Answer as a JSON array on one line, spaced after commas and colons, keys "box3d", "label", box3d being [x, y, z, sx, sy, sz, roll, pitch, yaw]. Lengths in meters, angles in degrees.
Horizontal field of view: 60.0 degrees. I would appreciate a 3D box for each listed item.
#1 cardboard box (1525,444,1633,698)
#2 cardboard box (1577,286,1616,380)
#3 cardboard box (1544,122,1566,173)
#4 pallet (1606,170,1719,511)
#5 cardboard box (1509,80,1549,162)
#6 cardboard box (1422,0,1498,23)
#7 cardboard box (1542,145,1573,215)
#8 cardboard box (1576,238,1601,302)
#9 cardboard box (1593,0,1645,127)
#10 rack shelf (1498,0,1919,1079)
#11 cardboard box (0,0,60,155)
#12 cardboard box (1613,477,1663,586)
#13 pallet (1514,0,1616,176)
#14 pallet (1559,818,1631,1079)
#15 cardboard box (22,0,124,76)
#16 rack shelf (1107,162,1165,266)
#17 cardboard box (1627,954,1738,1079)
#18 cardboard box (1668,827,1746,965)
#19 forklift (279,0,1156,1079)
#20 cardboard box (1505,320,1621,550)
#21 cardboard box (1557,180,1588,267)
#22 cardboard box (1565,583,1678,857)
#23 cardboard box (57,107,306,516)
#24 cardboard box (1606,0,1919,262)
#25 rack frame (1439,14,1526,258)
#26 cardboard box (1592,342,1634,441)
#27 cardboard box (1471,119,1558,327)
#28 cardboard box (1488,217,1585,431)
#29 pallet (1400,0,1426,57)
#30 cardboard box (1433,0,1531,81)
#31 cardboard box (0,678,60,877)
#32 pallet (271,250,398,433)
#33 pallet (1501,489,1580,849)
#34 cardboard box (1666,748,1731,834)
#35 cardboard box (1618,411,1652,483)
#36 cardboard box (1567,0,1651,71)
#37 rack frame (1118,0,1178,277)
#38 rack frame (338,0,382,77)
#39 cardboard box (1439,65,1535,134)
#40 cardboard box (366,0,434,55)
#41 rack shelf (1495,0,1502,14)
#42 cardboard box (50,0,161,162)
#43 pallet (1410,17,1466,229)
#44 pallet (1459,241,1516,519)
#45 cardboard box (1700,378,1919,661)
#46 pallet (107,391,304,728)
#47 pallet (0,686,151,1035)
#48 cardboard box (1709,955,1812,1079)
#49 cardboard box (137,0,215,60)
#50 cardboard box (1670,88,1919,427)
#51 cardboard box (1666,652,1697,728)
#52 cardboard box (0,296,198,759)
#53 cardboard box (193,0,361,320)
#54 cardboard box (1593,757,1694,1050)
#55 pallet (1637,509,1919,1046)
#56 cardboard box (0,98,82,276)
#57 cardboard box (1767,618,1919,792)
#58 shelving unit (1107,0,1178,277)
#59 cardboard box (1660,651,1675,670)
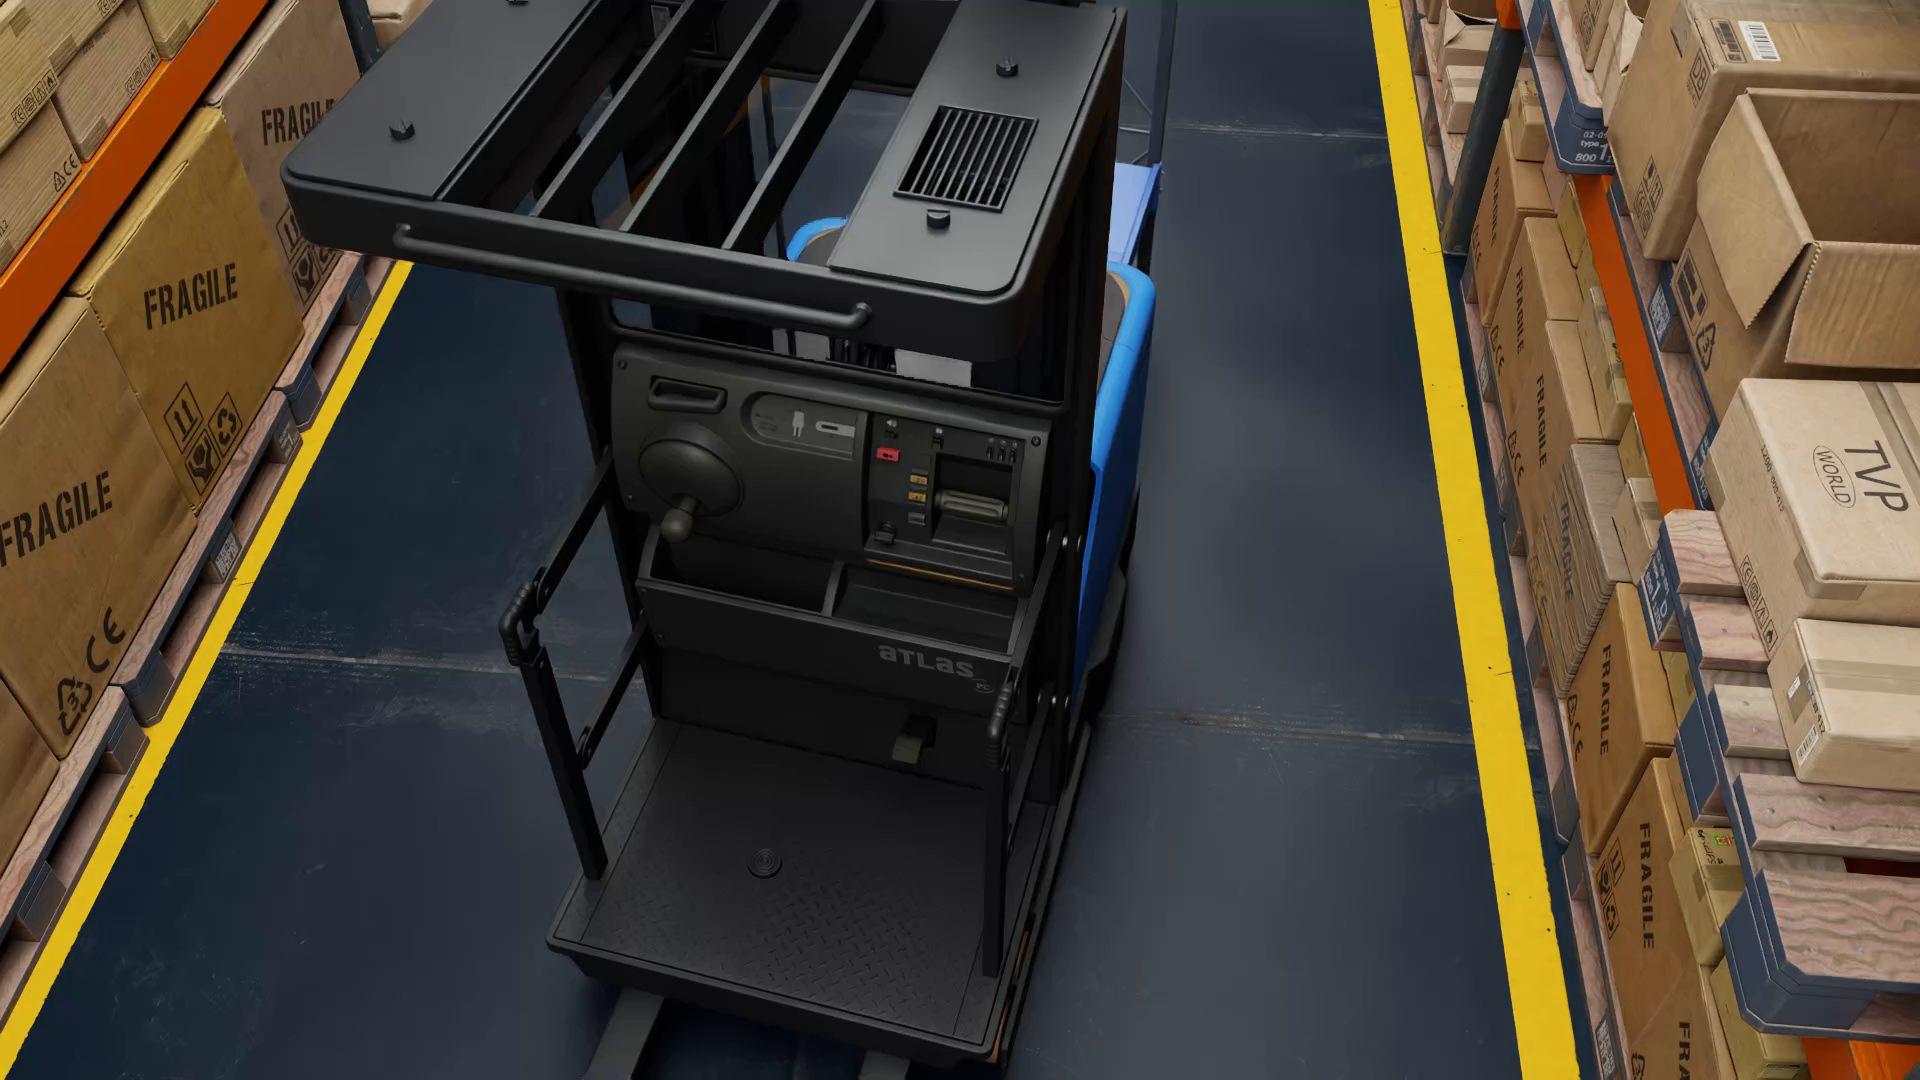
[{"box3d": [1.899, 0.095, 4.539, 0.500, 0.500, 0.500, 2, 48, 2], "label": "cardboard box"}, {"box3d": [1.980, -0.576, 4.714, 0.380, 0.149, 0.250, 4, 48, 3], "label": "cardboard box"}, {"box3d": [2.036, -1.263, 5.141, 0.380, 0.149, 0.250, 2, 48, 2], "label": "cardboard box"}, {"box3d": [2.118, -0.511, 3.815, 1.003, 0.211, 1.213, 4, 48, 4], "label": "pallet"}, {"box3d": [2.012, -1.357, 5.428, 0.380, 0.149, 0.250, 6, 48, 5], "label": "cardboard box"}, {"box3d": [2.313, -2.492, 6.906, 0.700, 0.500, 0.500, 2, 48, 2], "label": "cardboard box"}, {"box3d": [2.064, -1.149, 5.237, 0.380, 0.149, 0.250, 3, 48, 2], "label": "cardboard box"}, {"box3d": [2.040, -0.757, 4.879, 0.380, 0.149, 0.250, 3, 48, 3], "label": "cardboard box"}, {"box3d": [1.801, -1.187, 4.110, 0.396, 0.266, 0.258, 6, 48, 5], "label": "cardboard box"}, {"box3d": [2.127, -0.373, 4.046, 1.077, 0.370, 4.000, 4, 48, 4], "label": "rack shelf"}, {"box3d": [-2.541, -1.068, 3.957, 0.500, 0.250, 0.500, 5, 48, 4], "label": "cardboard box"}, {"box3d": [1.887, -0.016, 4.202, 0.380, 0.149, 0.250, 2, 48, 2], "label": "cardboard box"}, {"box3d": [2.128, -1.441, 4.666, 1.003, 0.211, 1.213, 4, 48, 4], "label": "pallet"}, {"box3d": [2.051, 1.248, 3.965, 1.003, 0.211, 1.213, 4, 48, 4], "label": "pallet"}, {"box3d": [-2.511, -1.446, 4.303, 0.500, 0.250, 0.500, 5, 48, 4], "label": "cardboard box"}, {"box3d": [0.291, -0.881, 5.283, 0.538, 0.185, 1.000, 11, 49, 10], "label": "rack shelf"}, {"box3d": [1.769, 1.230, 3.502, 0.500, 0.500, 0.500, 5, 48, 5], "label": "cardboard box"}, {"box3d": [1.732, 0.754, 3.498, 0.380, 0.149, 0.250, 2, 48, 2], "label": "cardboard box"}, {"box3d": [-0.334, -0.040, 3.300, 1.130, 2.935, 3.031, 11, 49, 10], "label": "forklift"}, {"box3d": [1.953, -0.285, 4.888, 0.500, 0.500, 0.500, 3, 48, 2], "label": "cardboard box"}, {"box3d": [2.052, -0.959, 5.064, 0.380, 0.149, 0.250, 2, 48, 2], "label": "cardboard box"}, {"box3d": [1.871, 0.478, 4.189, 0.500, 0.500, 0.500, 6, 48, 5], "label": "cardboard box"}, {"box3d": [-2.685, -0.716, 5.028, 0.875, 0.875, 0.875, 5, 48, 5], "label": "cardboard box"}, {"box3d": [1.924, -0.964, 3.746, 0.700, 0.500, 0.500, 4, 48, 3], "label": "cardboard box"}, {"box3d": [2.310, -2.086, 5.125, 1.000, 3.000, 0.127, 4, 48, 4], "label": "rack frame"}, {"box3d": [1.955, -0.394, 4.547, 0.380, 0.149, 0.250, 5, 48, 5], "label": "cardboard box"}, {"box3d": [2.041, -1.044, 5.581, 0.500, 0.500, 0.500, 6, 48, 5], "label": "cardboard box"}, {"box3d": [2.003, -0.652, 5.223, 0.500, 0.500, 0.500, 3, 48, 3], "label": "cardboard box"}, {"box3d": [2.482, -2.548, 7.438, 1.003, 0.211, 1.213, 4, 48, 4], "label": "pallet"}, {"box3d": [2.100, -1.996, 6.611, 0.396, 0.266, 0.258, 5, 48, 5], "label": "cardboard box"}, {"box3d": [-2.853, 0.596, 3.828, 0.875, 0.875, 0.875, 3, 48, 3], "label": "cardboard box"}, {"box3d": [-2.629, -0.904, 5.934, 1.003, 0.211, 1.213, 4, 48, 4], "label": "pallet"}, {"box3d": [2.164, 0.354, 4.783, 1.003, 0.211, 1.213, 4, 48, 4], "label": "pallet"}, {"box3d": [1.800, 0.563, 3.672, 0.380, 0.149, 0.250, 2, 48, 2], "label": "cardboard box"}, {"box3d": [1.960, -0.193, 4.364, 0.380, 0.149, 0.250, 4, 48, 4], "label": "cardboard box"}, {"box3d": [1.995, -1.540, 4.274, 0.700, 0.500, 0.500, 4, 48, 4], "label": "cardboard box"}, {"box3d": [0.423, -1.365, 5.482, 0.500, 1.500, 0.032, 11, 49, 10], "label": "rack frame"}, {"box3d": [-2.634, -2.417, 5.428, 1.000, 3.000, 0.127, 4, 48, 4], "label": "rack frame"}, {"box3d": [2.068, -1.695, 6.415, 0.380, 0.149, 0.250, 3, 48, 2], "label": "cardboard box"}, {"box3d": [-2.470, -2.148, 6.634, 0.875, 0.438, 0.875, 3, 48, 3], "label": "cardboard box"}, {"box3d": [2.492, -3.313, 6.735, 1.077, 0.370, 4.000, 4, 48, 4], "label": "rack shelf"}, {"box3d": [-2.536, -1.276, 4.486, 0.500, 0.250, 0.500, 3, 48, 2], "label": "cardboard box"}, {"box3d": [2.373, -1.649, 6.616, 1.003, 0.211, 1.213, 4, 48, 4], "label": "pallet"}, {"box3d": [2.273, -0.545, 5.605, 1.003, 0.211, 1.213, 4, 48, 4], "label": "pallet"}, {"box3d": [1.719, -0.035, 3.066, 0.500, 0.250, 0.500, 2, 48, 2], "label": "cardboard box"}, {"box3d": [-2.738, -0.005, 5.111, 1.003, 0.211, 1.213, 4, 48, 4], "label": "pallet"}, {"box3d": [-2.851, 0.889, 4.294, 1.003, 0.211, 1.213, 4, 48, 4], "label": "pallet"}, {"box3d": [1.738, 0.956, 3.312, 0.380, 0.149, 0.250, 2, 48, 2], "label": "cardboard box"}, {"box3d": [-2.471, -1.646, 4.824, 0.500, 0.250, 0.500, 3, 48, 3], "label": "cardboard box"}, {"box3d": [1.910, -0.535, 3.352, 0.797, 0.503, 0.637, 3, 48, 3], "label": "cardboard box"}, {"box3d": [1.869, 0.372, 3.847, 0.380, 0.149, 0.250, 5, 48, 5], "label": "cardboard box"}, {"box3d": [-2.767, -0.059, 4.427, 0.875, 0.875, 0.875, 4, 48, 4], "label": "cardboard box"}, {"box3d": [-2.611, -1.381, 5.635, 0.875, 0.875, 0.875, 5, 48, 5], "label": "cardboard box"}, {"box3d": [1.825, 0.863, 3.837, 0.500, 0.500, 0.500, 3, 48, 3], "label": "cardboard box"}, {"box3d": [1.937, 0.415, 2.967, 1.213, 0.211, 1.003, 4, 48, 4], "label": "pallet"}, {"box3d": [-2.579, -0.896, 4.139, 0.500, 0.250, 0.500, 4, 48, 4], "label": "cardboard box"}, {"box3d": [1.623, 0.288, 2.839, 0.380, 0.149, 0.250, 5, 48, 4], "label": "cardboard box"}, {"box3d": [0.291, -1.002, 5.150, 0.538, 1.500, 1.048, 11, 49, 10], "label": "shelving unit"}, {"box3d": [1.891, 0.189, 4.014, 0.380, 0.149, 0.250, 3, 48, 3], "label": "cardboard box"}]
